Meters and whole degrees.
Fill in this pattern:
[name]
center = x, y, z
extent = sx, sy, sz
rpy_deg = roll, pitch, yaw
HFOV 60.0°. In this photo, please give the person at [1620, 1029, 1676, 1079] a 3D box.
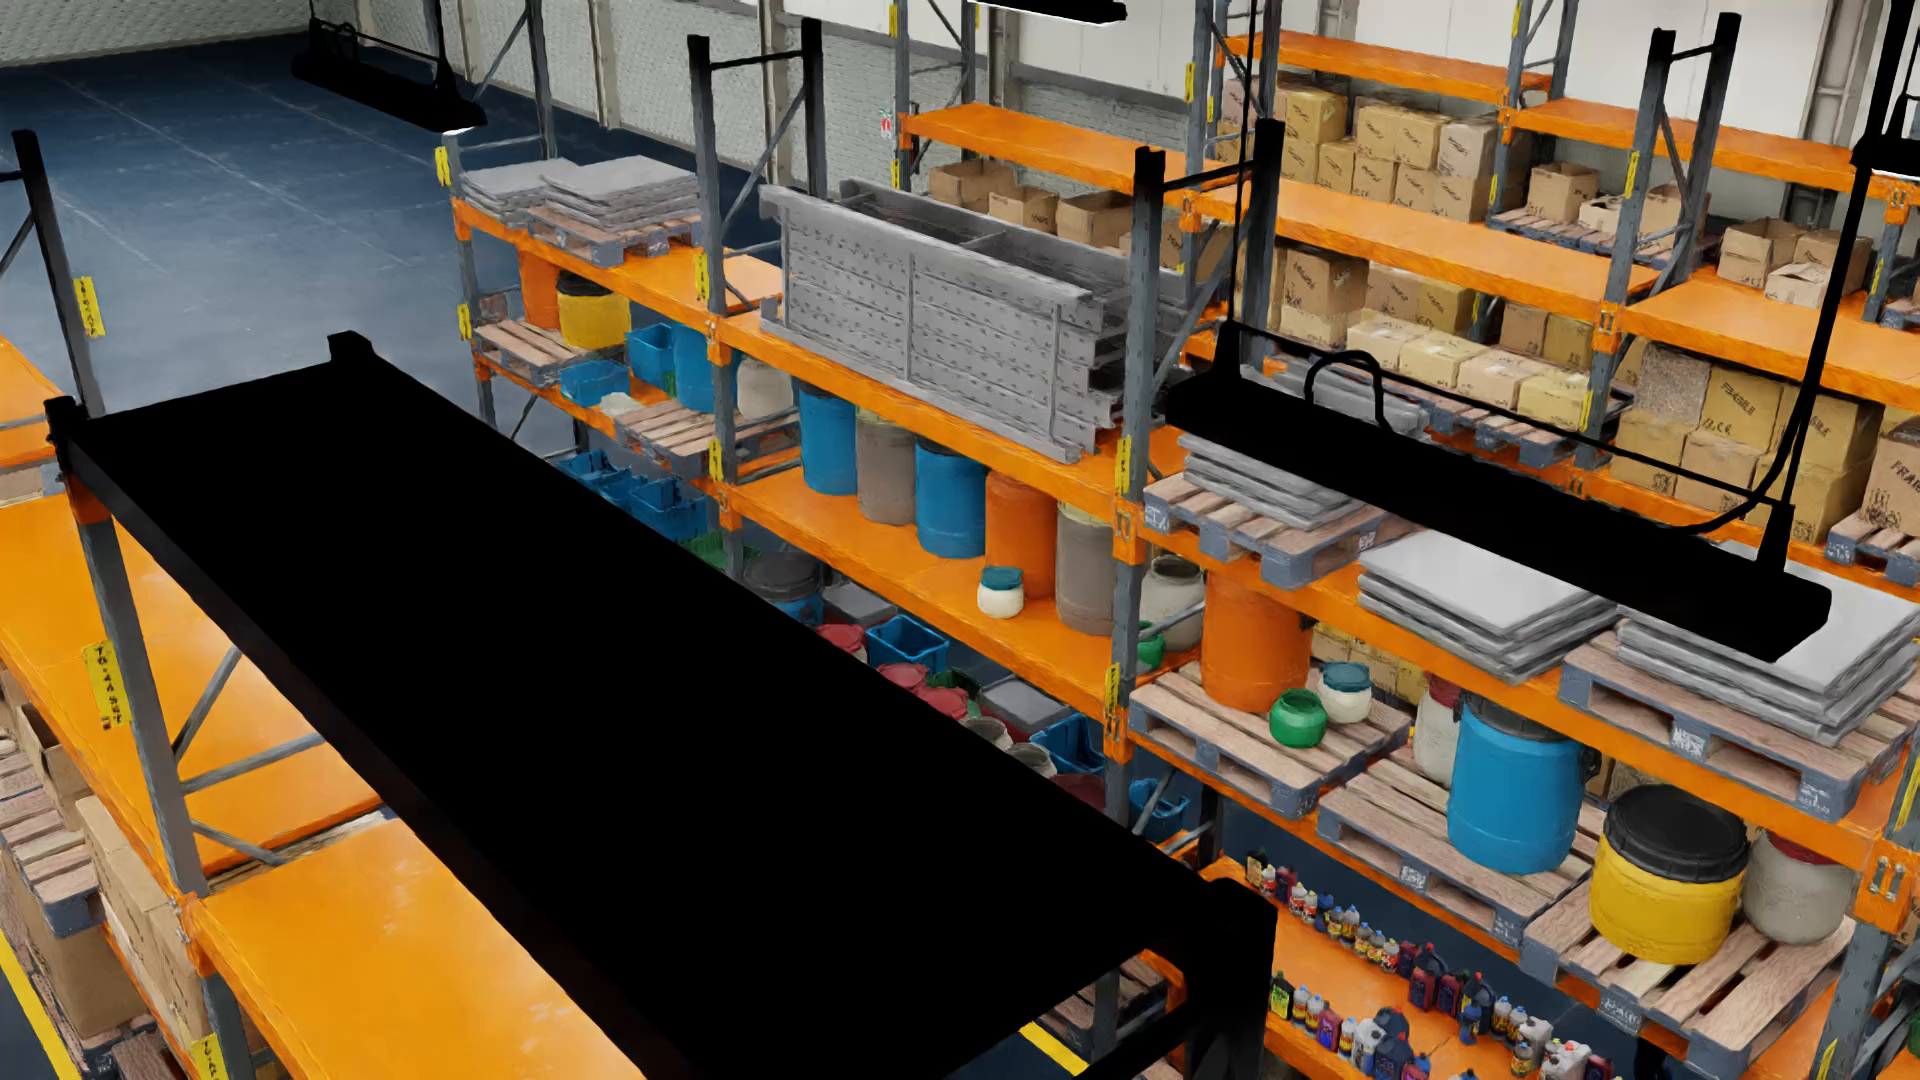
[person]
center = 4.285, 2.945, 10.098
extent = 0.566, 1.541, 0.519
rpy_deg = -23, 35, -37
